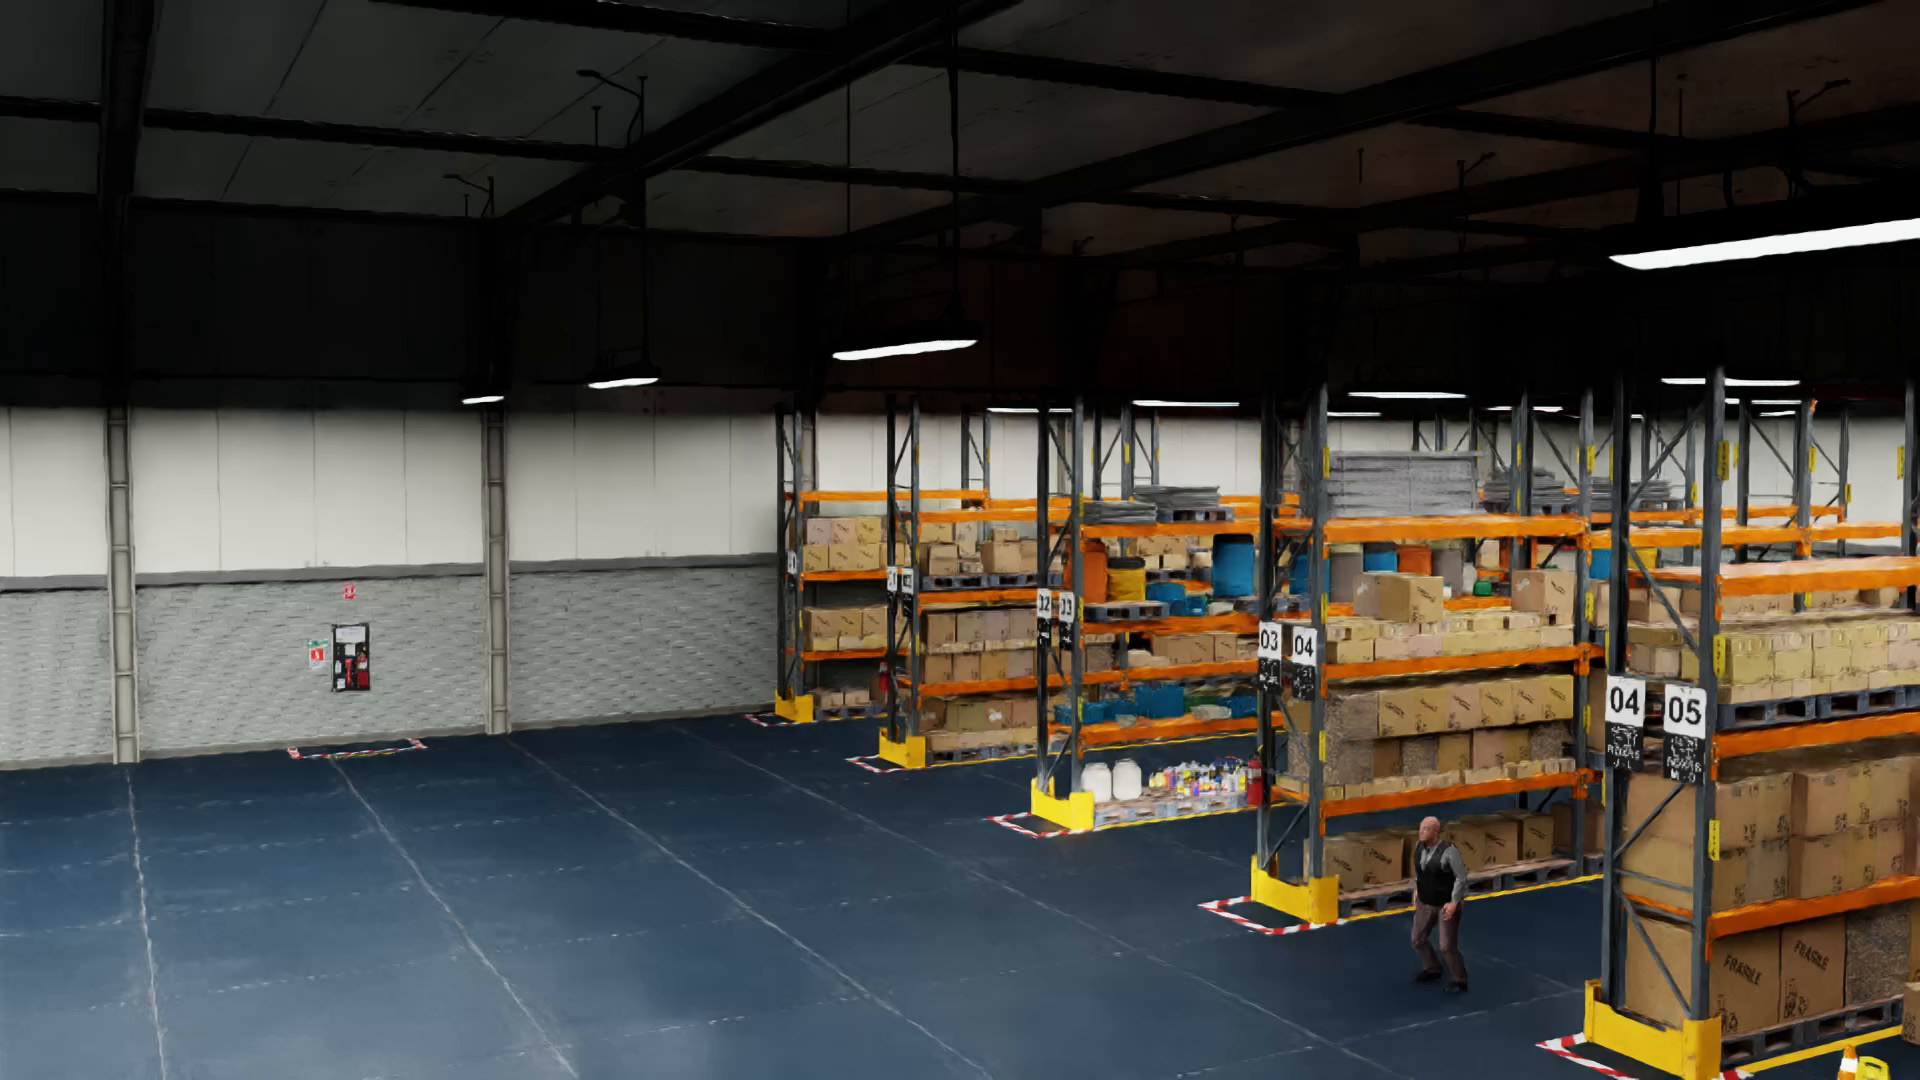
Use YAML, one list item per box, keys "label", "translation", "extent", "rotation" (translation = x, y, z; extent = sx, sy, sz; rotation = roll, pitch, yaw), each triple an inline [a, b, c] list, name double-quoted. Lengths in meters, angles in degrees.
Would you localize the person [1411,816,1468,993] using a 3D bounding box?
- label: "person"
  translation: [4.552, 3.441, 15.794]
  extent: [0.534, 1.671, 0.677]
  rotation: [-2, 4, -29]
